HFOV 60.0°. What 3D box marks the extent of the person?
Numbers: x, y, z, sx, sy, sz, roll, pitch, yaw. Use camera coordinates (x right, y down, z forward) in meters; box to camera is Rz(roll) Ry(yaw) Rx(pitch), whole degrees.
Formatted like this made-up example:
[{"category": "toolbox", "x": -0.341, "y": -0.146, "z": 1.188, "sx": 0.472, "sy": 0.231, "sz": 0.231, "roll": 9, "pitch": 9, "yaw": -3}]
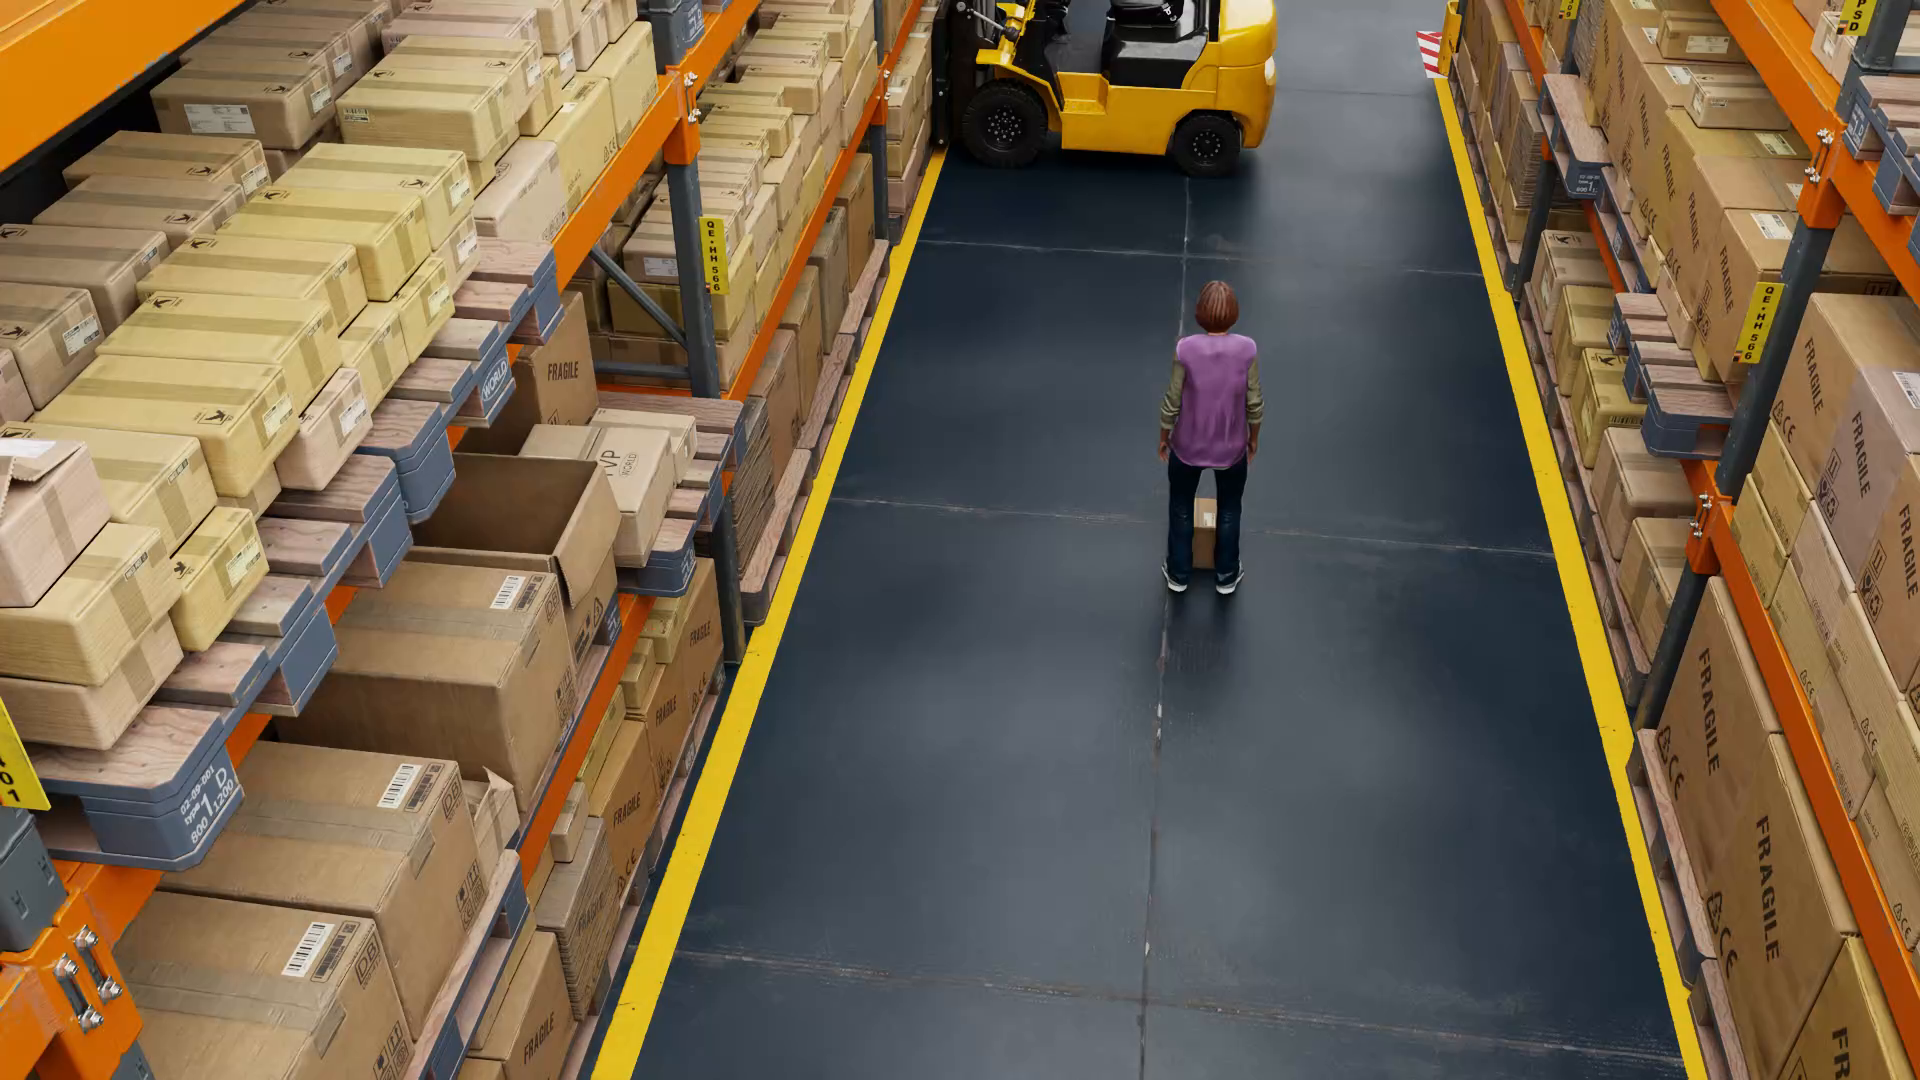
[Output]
[{"category": "person", "x": 1.144, "y": -0.432, "z": 7.629, "sx": 0.480, "sy": 1.591, "sz": 0.347, "roll": 2, "pitch": 37, "yaw": 3}]
